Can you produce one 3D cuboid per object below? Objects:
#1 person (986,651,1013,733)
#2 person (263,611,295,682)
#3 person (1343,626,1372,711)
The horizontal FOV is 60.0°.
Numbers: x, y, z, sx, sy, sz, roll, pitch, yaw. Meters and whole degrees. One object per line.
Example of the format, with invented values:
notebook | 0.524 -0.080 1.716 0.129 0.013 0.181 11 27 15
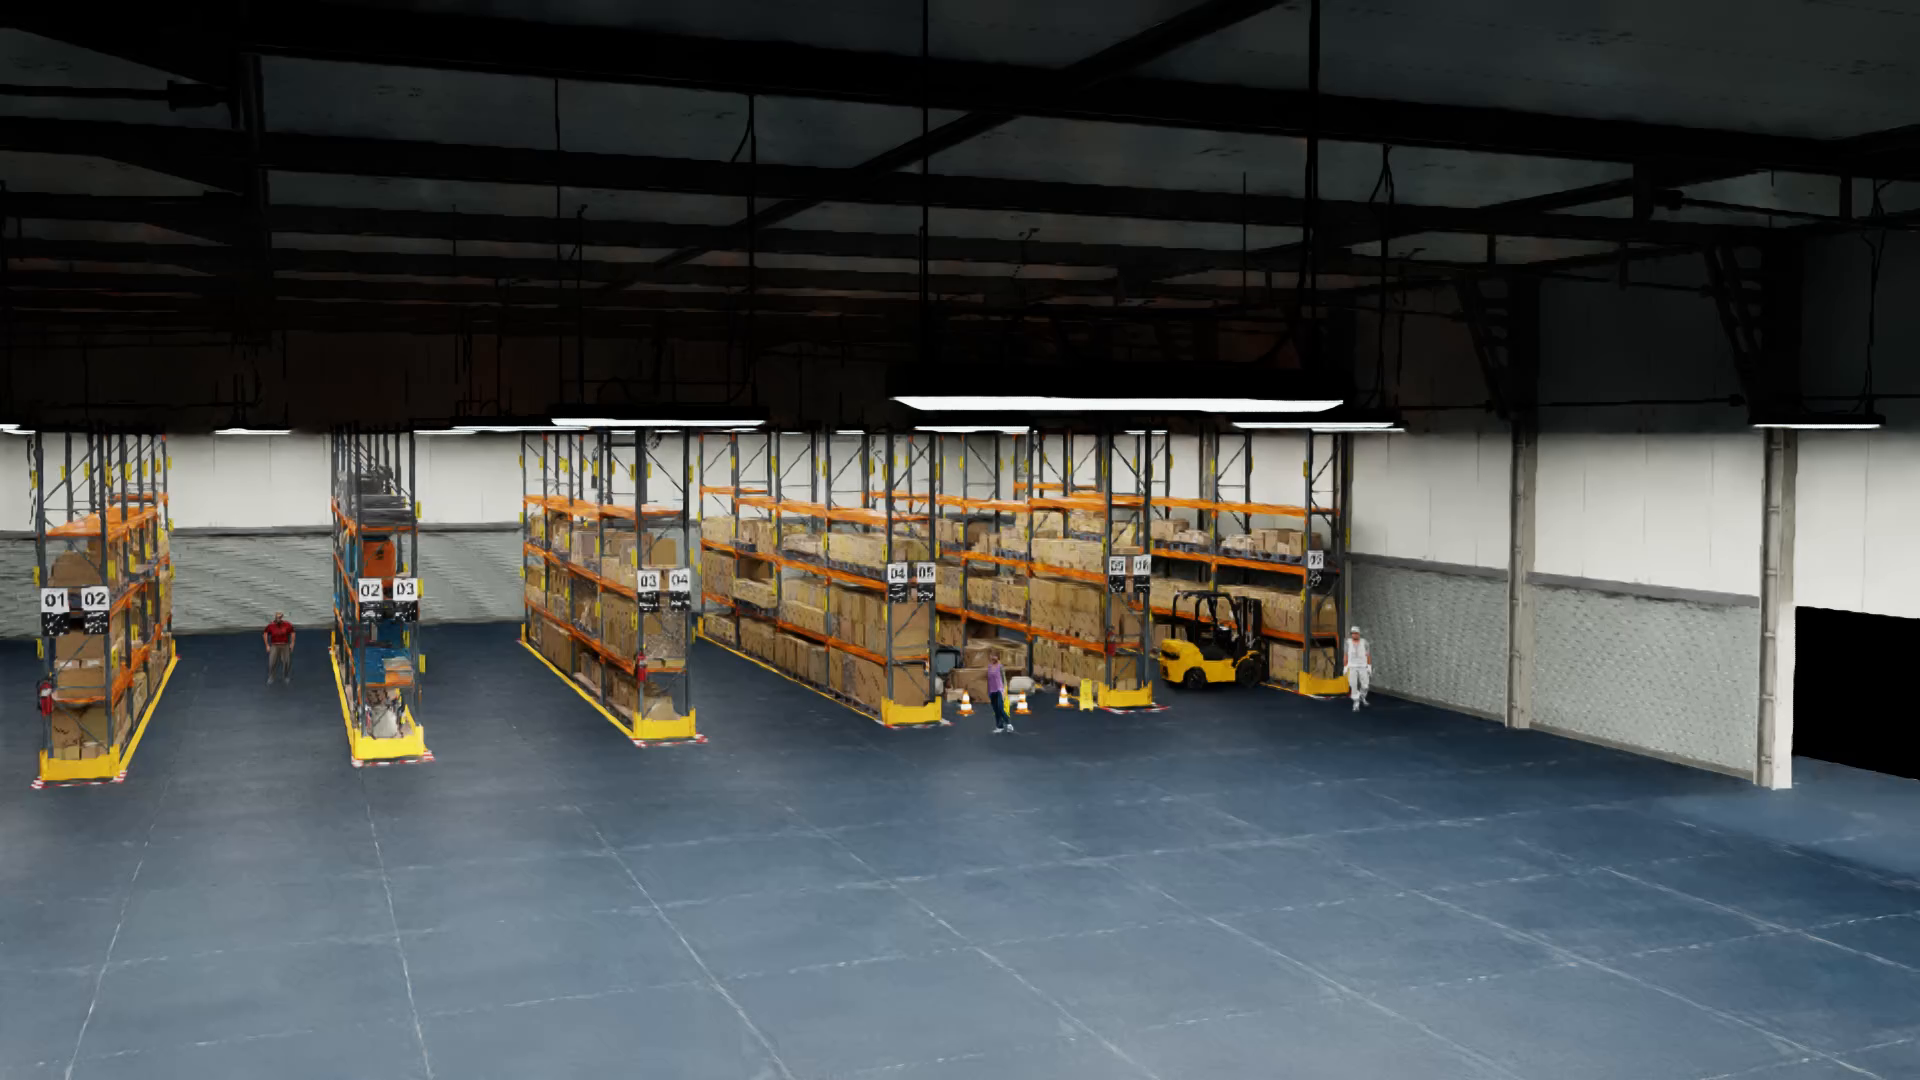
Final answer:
person | 0.751 2.951 31.977 0.550 1.528 0.397 2 4 35
person | -15.794 2.479 38.593 0.683 1.675 0.531 -2 4 -24
person | 8.311 2.666 34.756 0.587 1.780 0.573 1 4 13
